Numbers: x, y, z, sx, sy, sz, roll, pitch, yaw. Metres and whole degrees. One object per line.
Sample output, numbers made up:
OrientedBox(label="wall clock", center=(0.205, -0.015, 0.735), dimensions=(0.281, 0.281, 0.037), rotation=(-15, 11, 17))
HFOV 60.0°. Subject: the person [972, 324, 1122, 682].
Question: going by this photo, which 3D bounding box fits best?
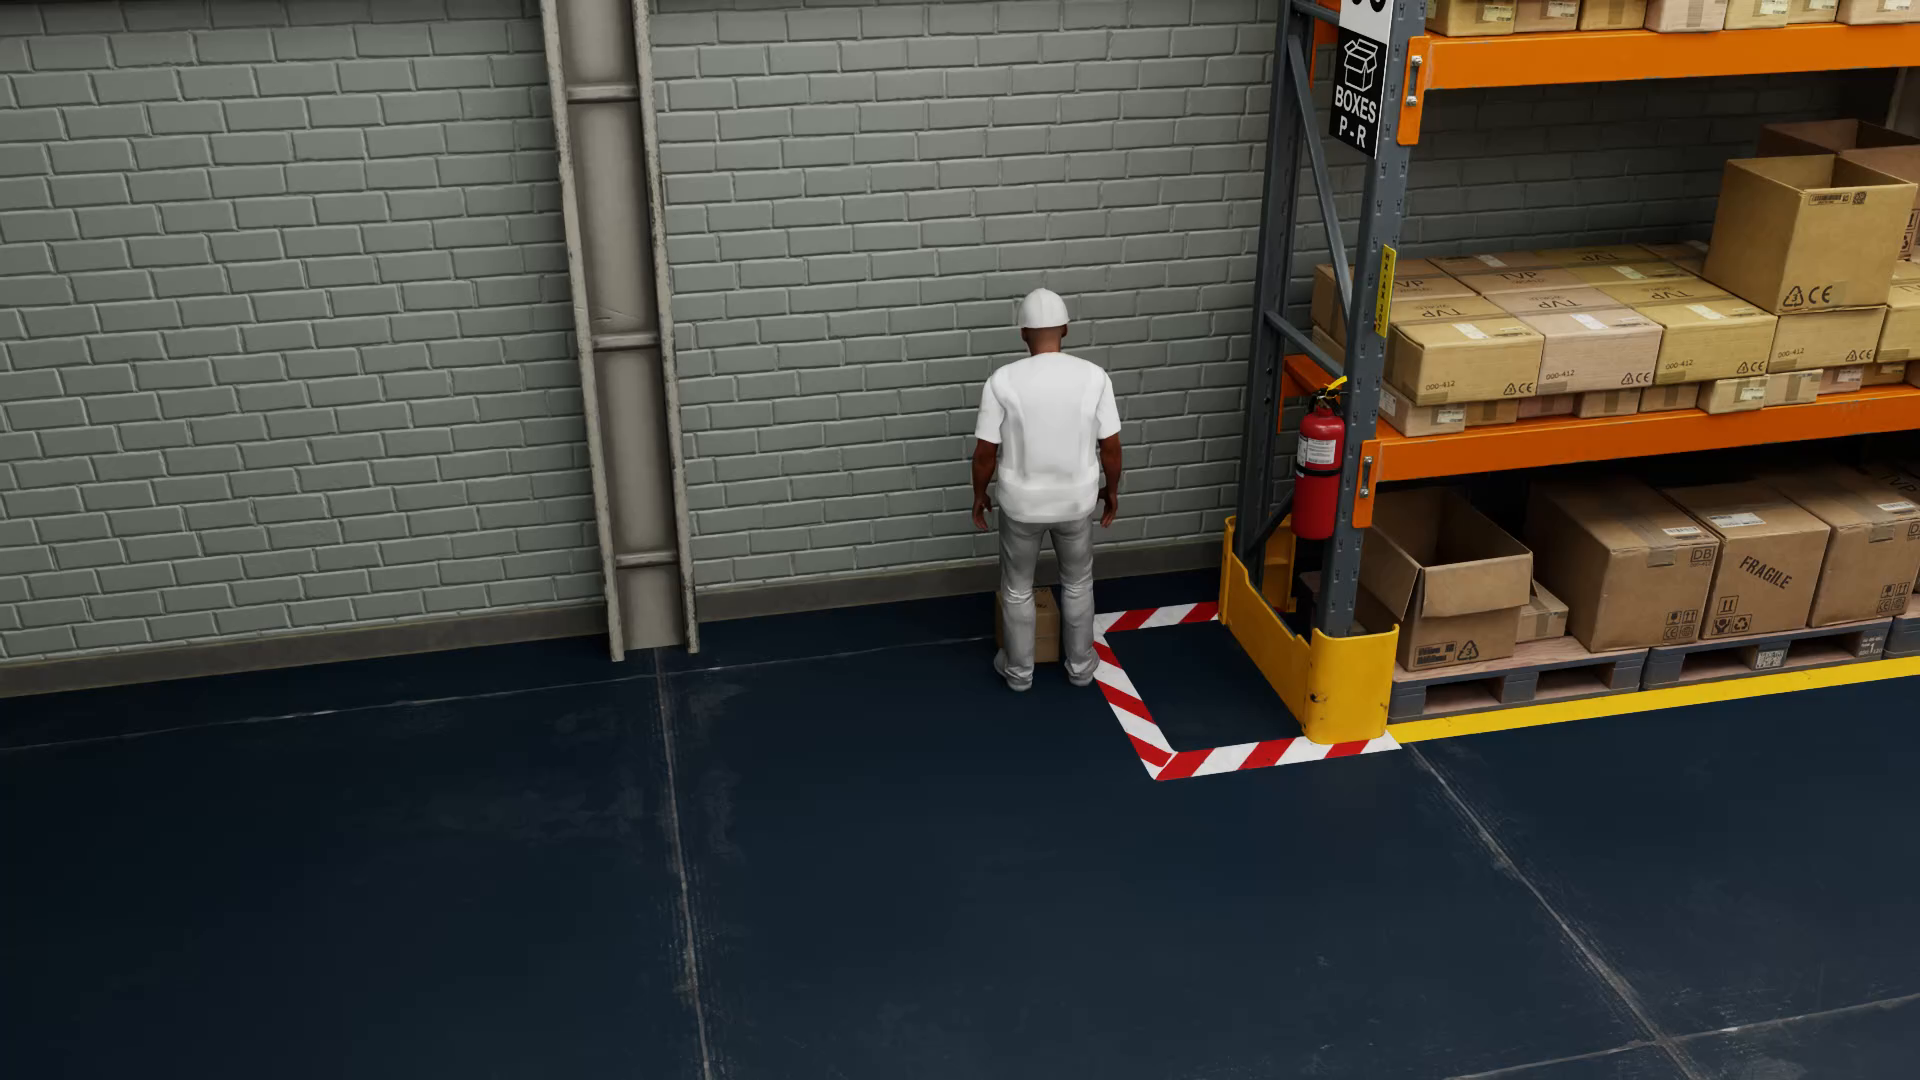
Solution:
OrientedBox(label="person", center=(0.359, -0.199, 6.966), dimensions=(0.628, 1.662, 0.355), rotation=(-2, 27, -4))
